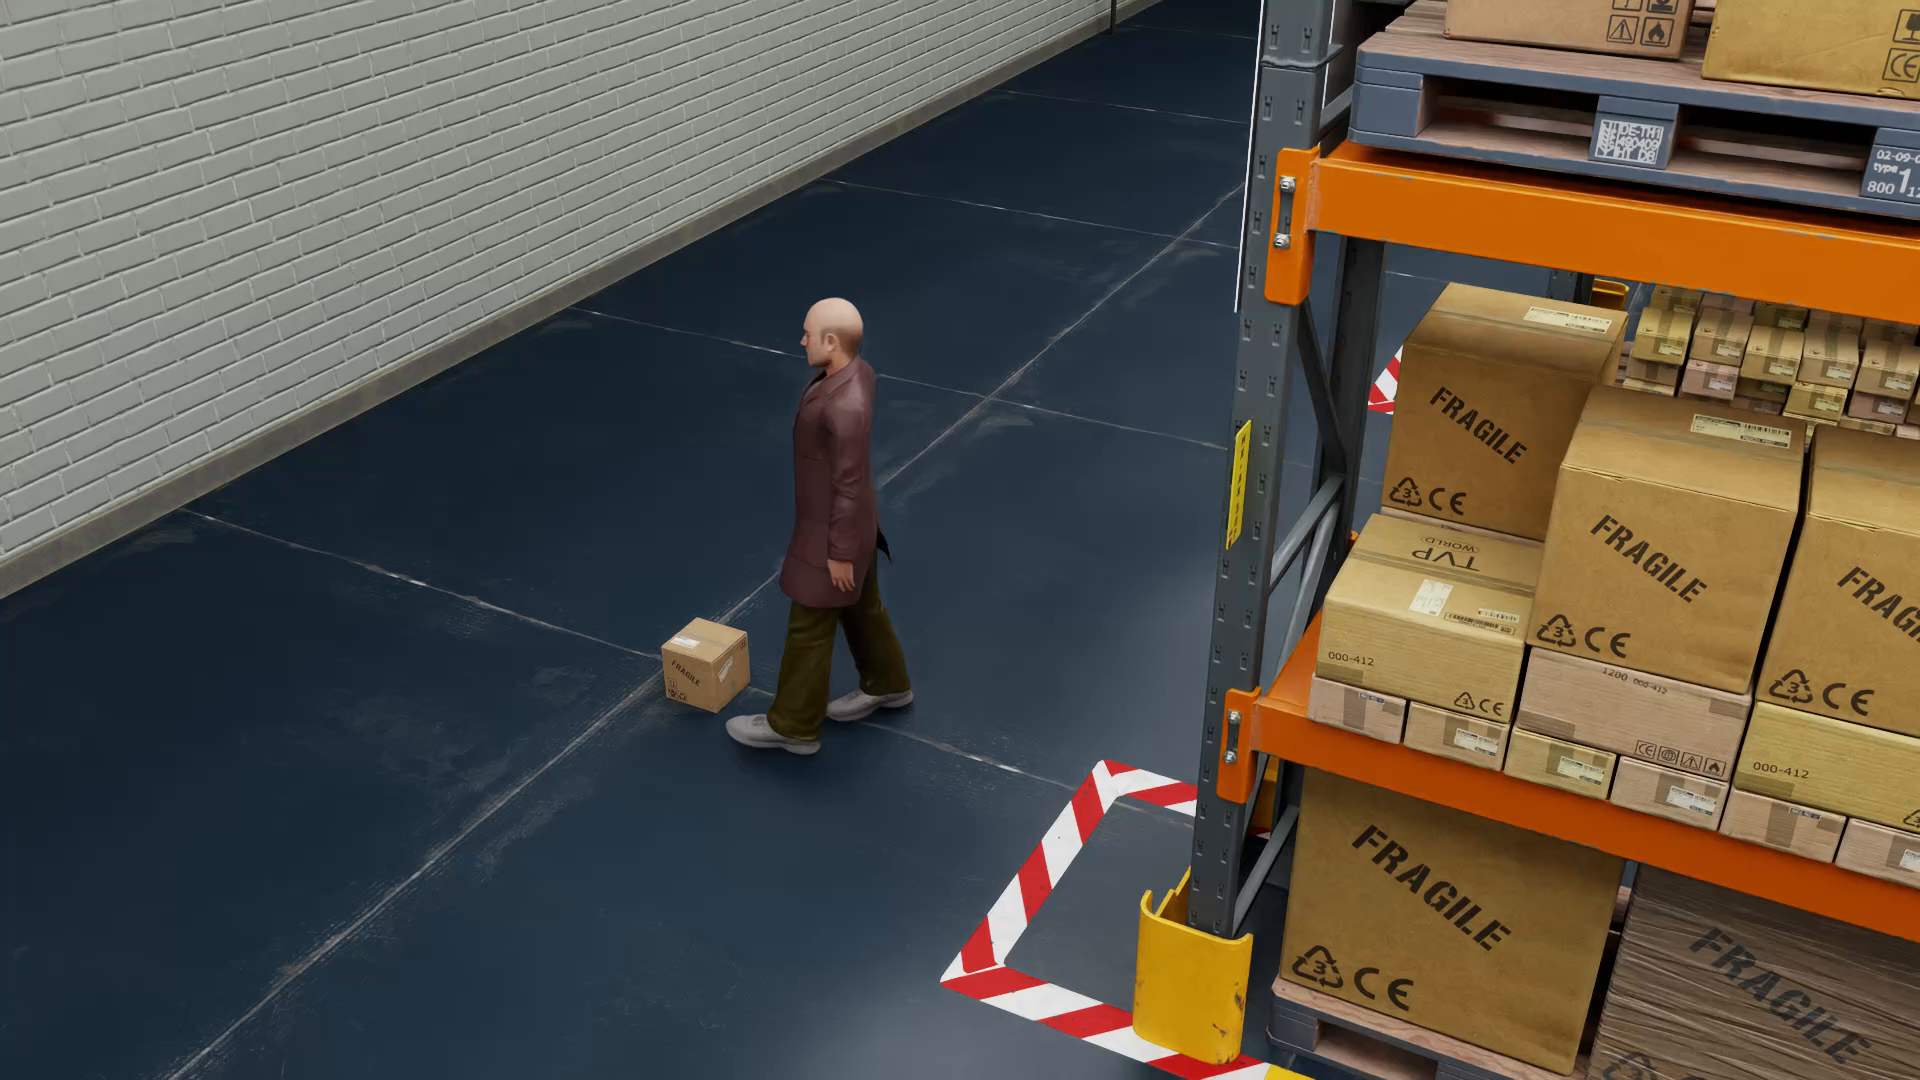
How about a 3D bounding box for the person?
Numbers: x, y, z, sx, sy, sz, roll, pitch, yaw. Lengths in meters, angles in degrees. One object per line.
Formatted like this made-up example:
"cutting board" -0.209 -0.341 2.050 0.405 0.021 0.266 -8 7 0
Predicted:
"person" -0.548 -0.043 6.211 0.722 1.775 0.599 0 30 0
